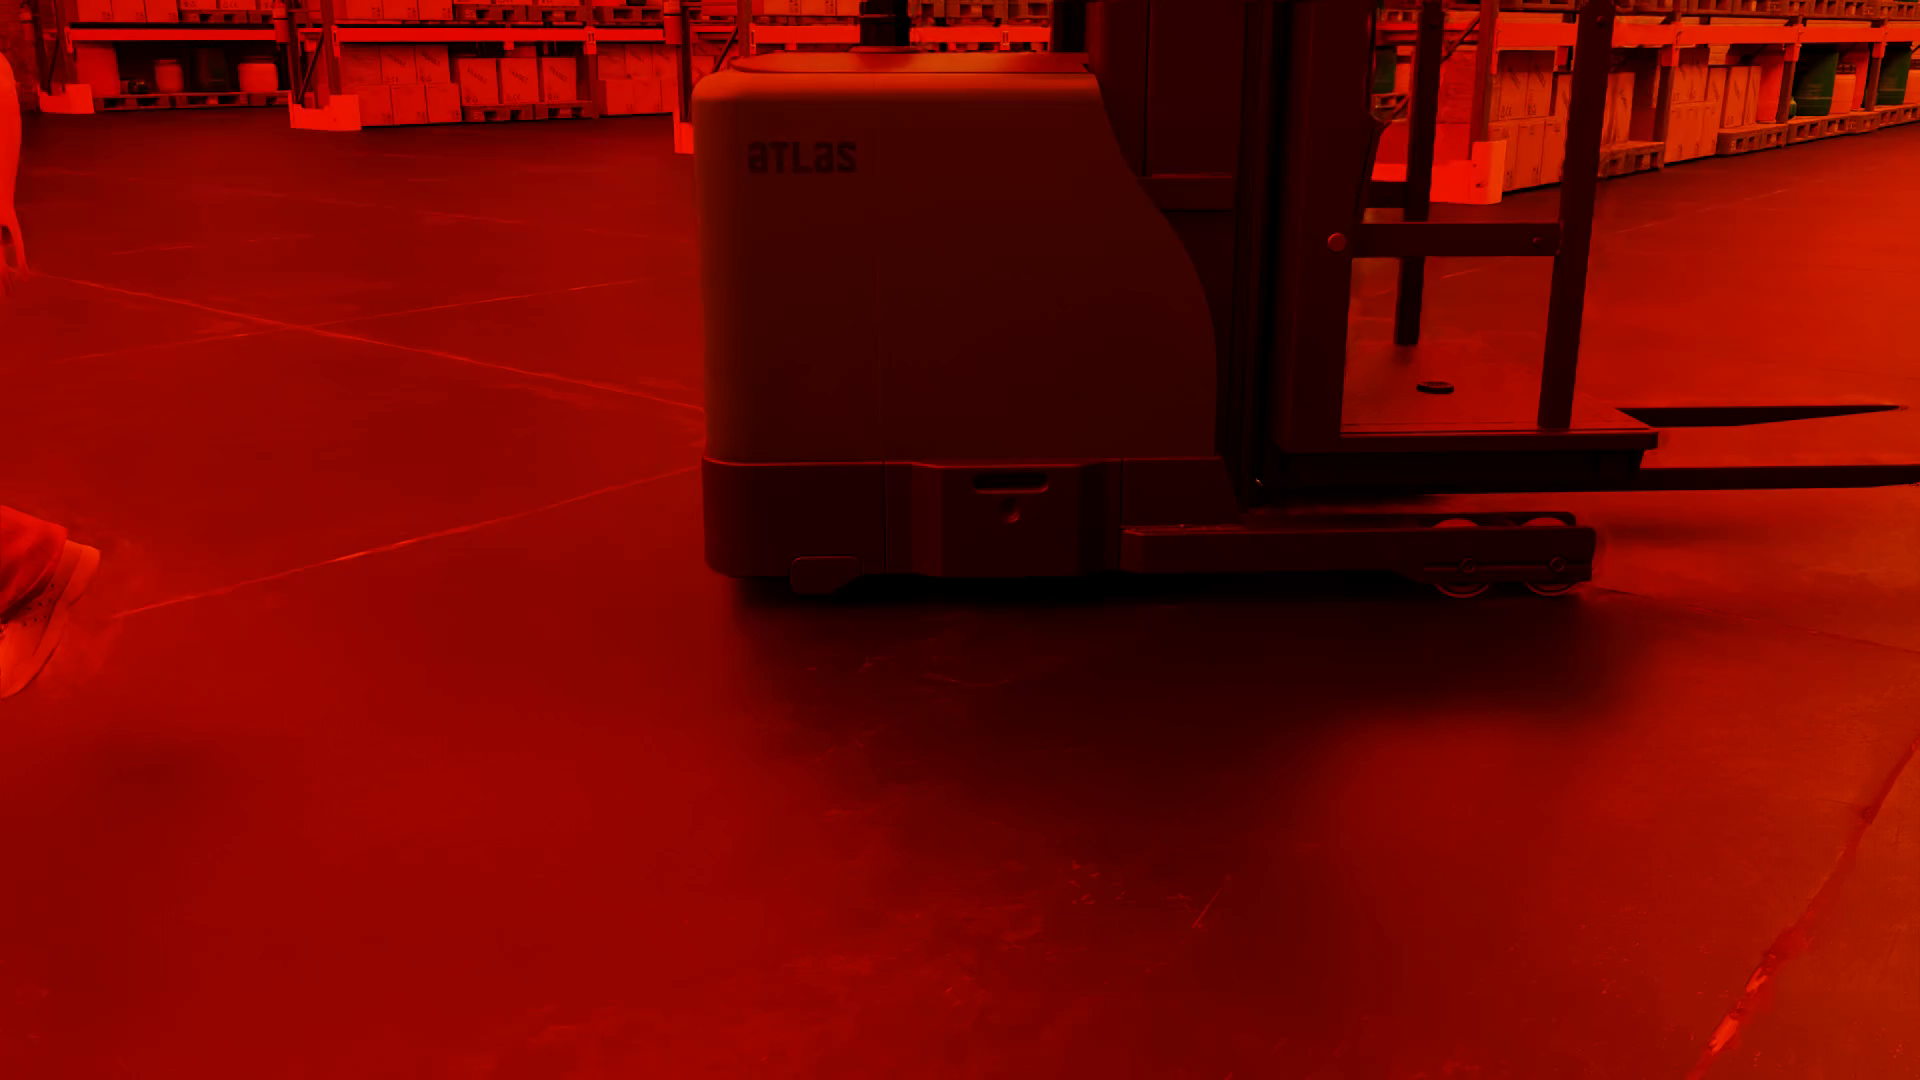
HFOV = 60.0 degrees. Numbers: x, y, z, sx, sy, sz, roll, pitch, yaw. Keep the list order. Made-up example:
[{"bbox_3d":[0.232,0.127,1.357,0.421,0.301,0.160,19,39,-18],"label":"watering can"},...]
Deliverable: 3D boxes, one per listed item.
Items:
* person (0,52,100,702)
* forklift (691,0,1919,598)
[{"bbox_3d":[-1.934,-0.451,2.827,0.890,1.562,0.496,14,22,38],"label":"person"},{"bbox_3d":[0.949,-1.433,3.615,3.031,2.935,1.130,-1,17,-3],"label":"forklift"}]
